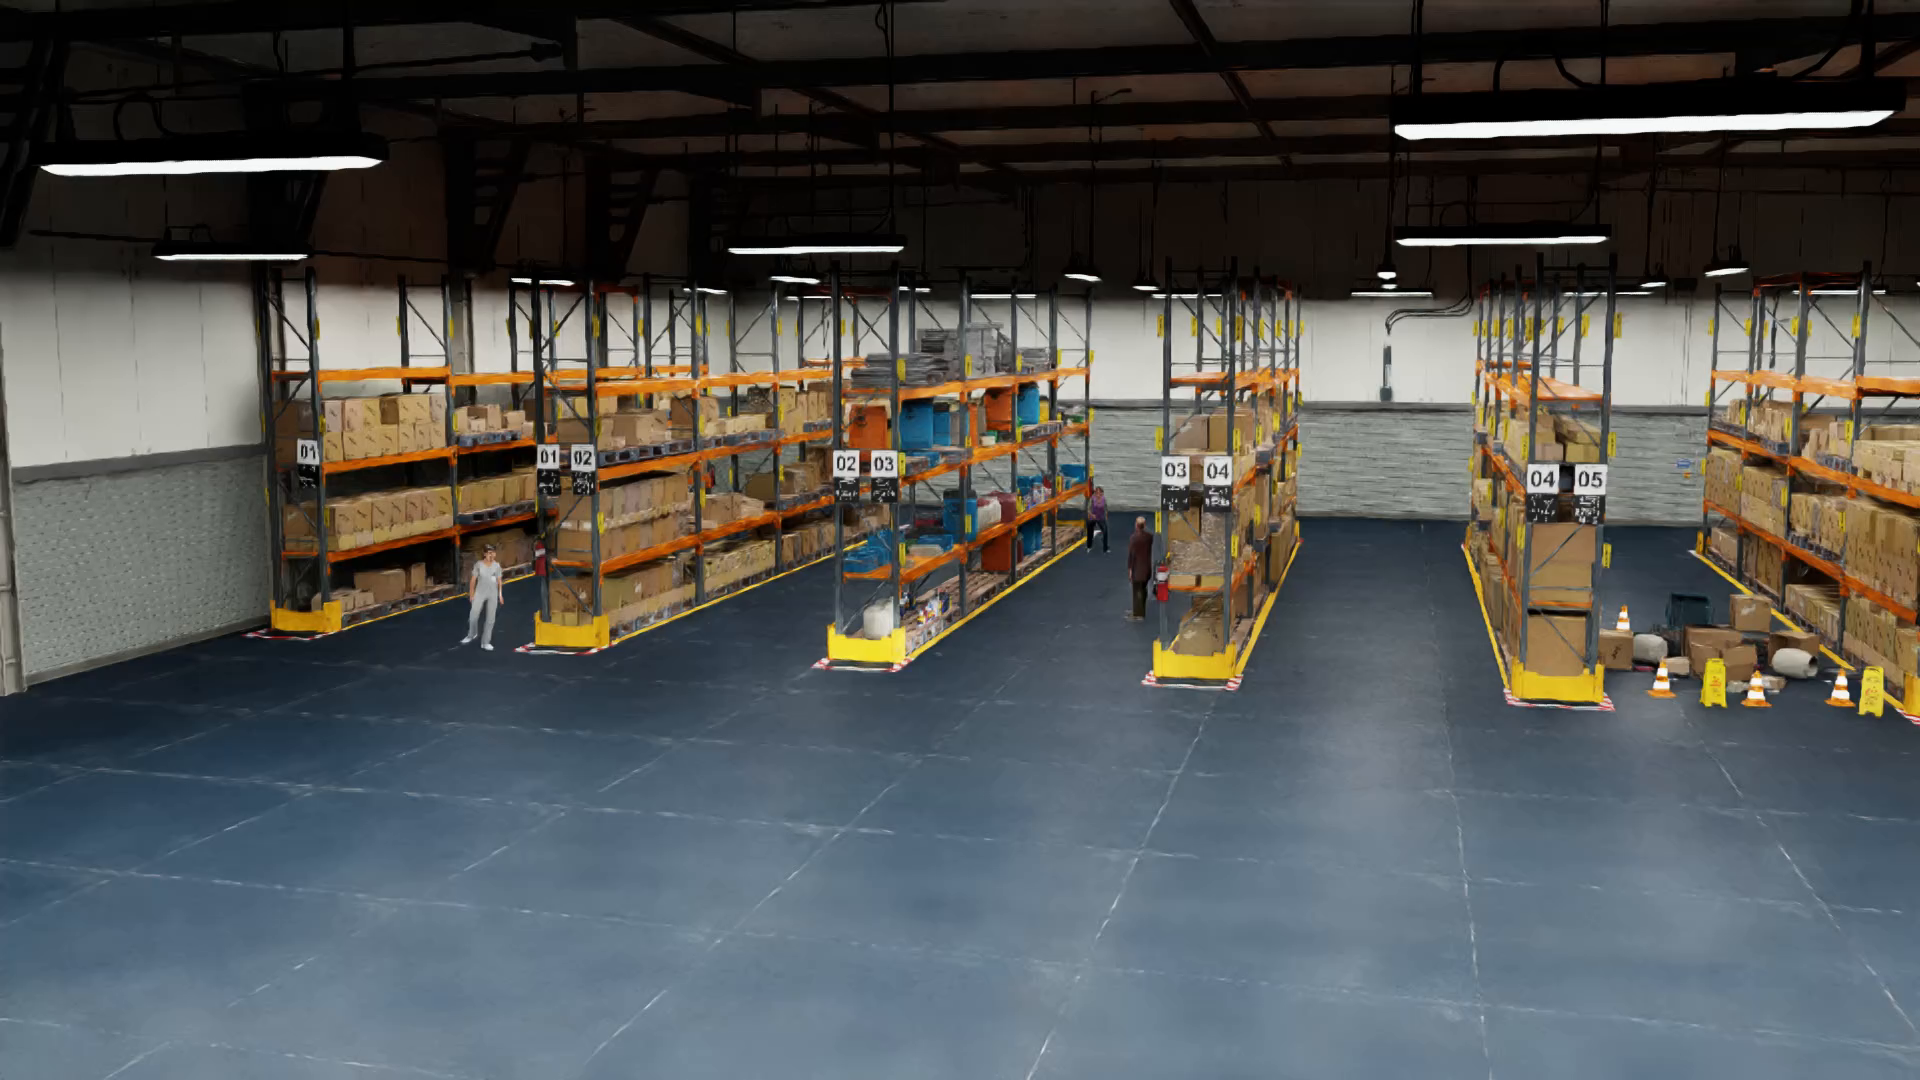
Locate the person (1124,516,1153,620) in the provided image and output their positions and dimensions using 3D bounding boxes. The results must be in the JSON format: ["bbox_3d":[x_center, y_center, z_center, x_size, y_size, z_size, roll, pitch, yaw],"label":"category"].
[{"bbox_3d":[3.047,0.474,28.668,0.551,1.782,0.636,7,10,44],"label":"person"}]

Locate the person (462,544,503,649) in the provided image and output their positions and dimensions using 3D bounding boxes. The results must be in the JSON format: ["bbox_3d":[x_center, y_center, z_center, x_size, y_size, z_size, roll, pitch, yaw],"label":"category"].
[{"bbox_3d":[-7.516,0.881,26.114,0.640,1.658,0.497,-3,8,-22],"label":"person"}]

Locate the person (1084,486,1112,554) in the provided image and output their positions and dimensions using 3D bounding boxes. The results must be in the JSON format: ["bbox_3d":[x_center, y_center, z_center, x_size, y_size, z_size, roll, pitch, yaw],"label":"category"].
[{"bbox_3d":[3.069,-0.468,37.101,0.568,1.530,0.769,-1,7,-5],"label":"person"}]
